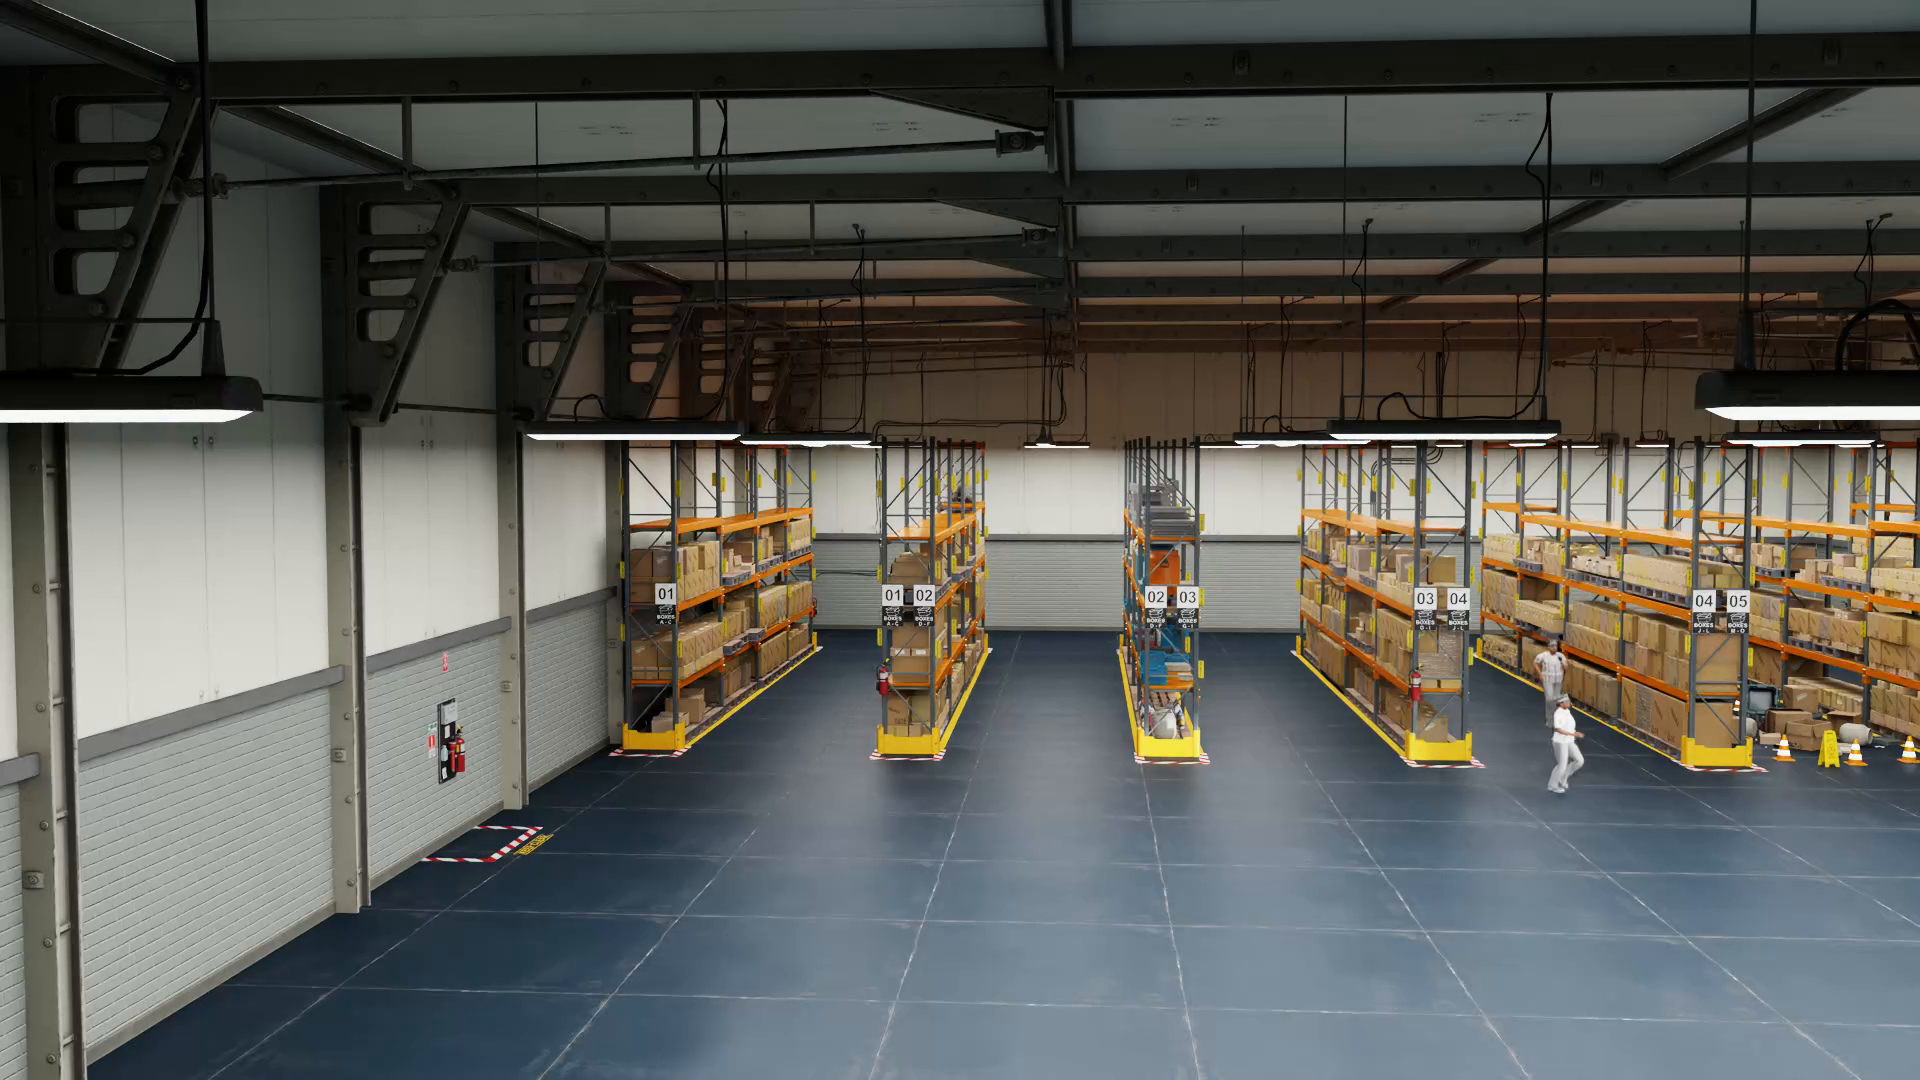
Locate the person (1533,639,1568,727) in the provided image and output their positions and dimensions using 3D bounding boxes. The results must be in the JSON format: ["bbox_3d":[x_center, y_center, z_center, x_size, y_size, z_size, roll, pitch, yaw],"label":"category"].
[{"bbox_3d":[12.374,2.986,34.724,0.639,1.851,0.731,0,3,-1],"label":"person"}]

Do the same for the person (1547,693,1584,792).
[{"bbox_3d":[10.172,3.392,27.841,0.615,1.670,0.596,3,4,44],"label":"person"}]
